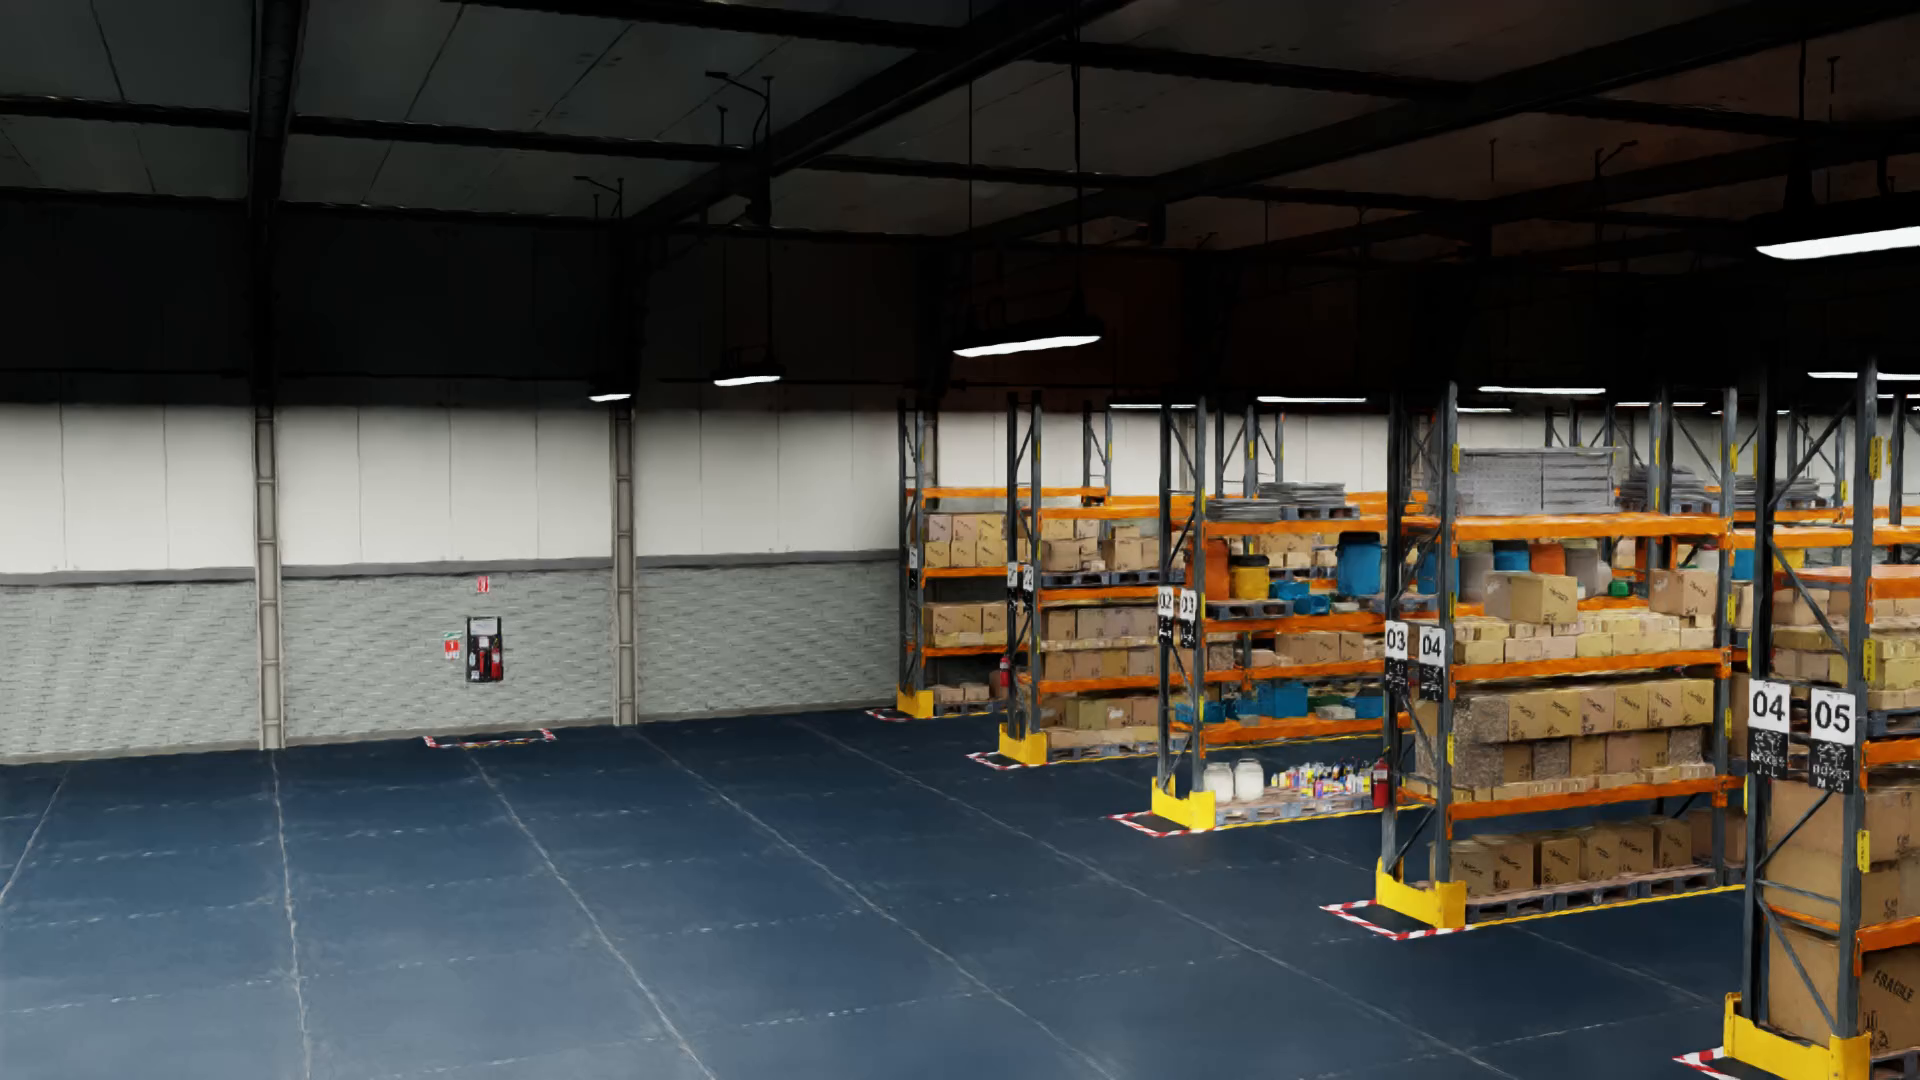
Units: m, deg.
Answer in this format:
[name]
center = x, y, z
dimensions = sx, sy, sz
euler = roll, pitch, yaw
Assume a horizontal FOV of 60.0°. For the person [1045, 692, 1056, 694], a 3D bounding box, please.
[person]
center = 1.708, 2.555, 30.938
dimensions = 0.771, 1.588, 0.653
euler = -3, 5, -44
